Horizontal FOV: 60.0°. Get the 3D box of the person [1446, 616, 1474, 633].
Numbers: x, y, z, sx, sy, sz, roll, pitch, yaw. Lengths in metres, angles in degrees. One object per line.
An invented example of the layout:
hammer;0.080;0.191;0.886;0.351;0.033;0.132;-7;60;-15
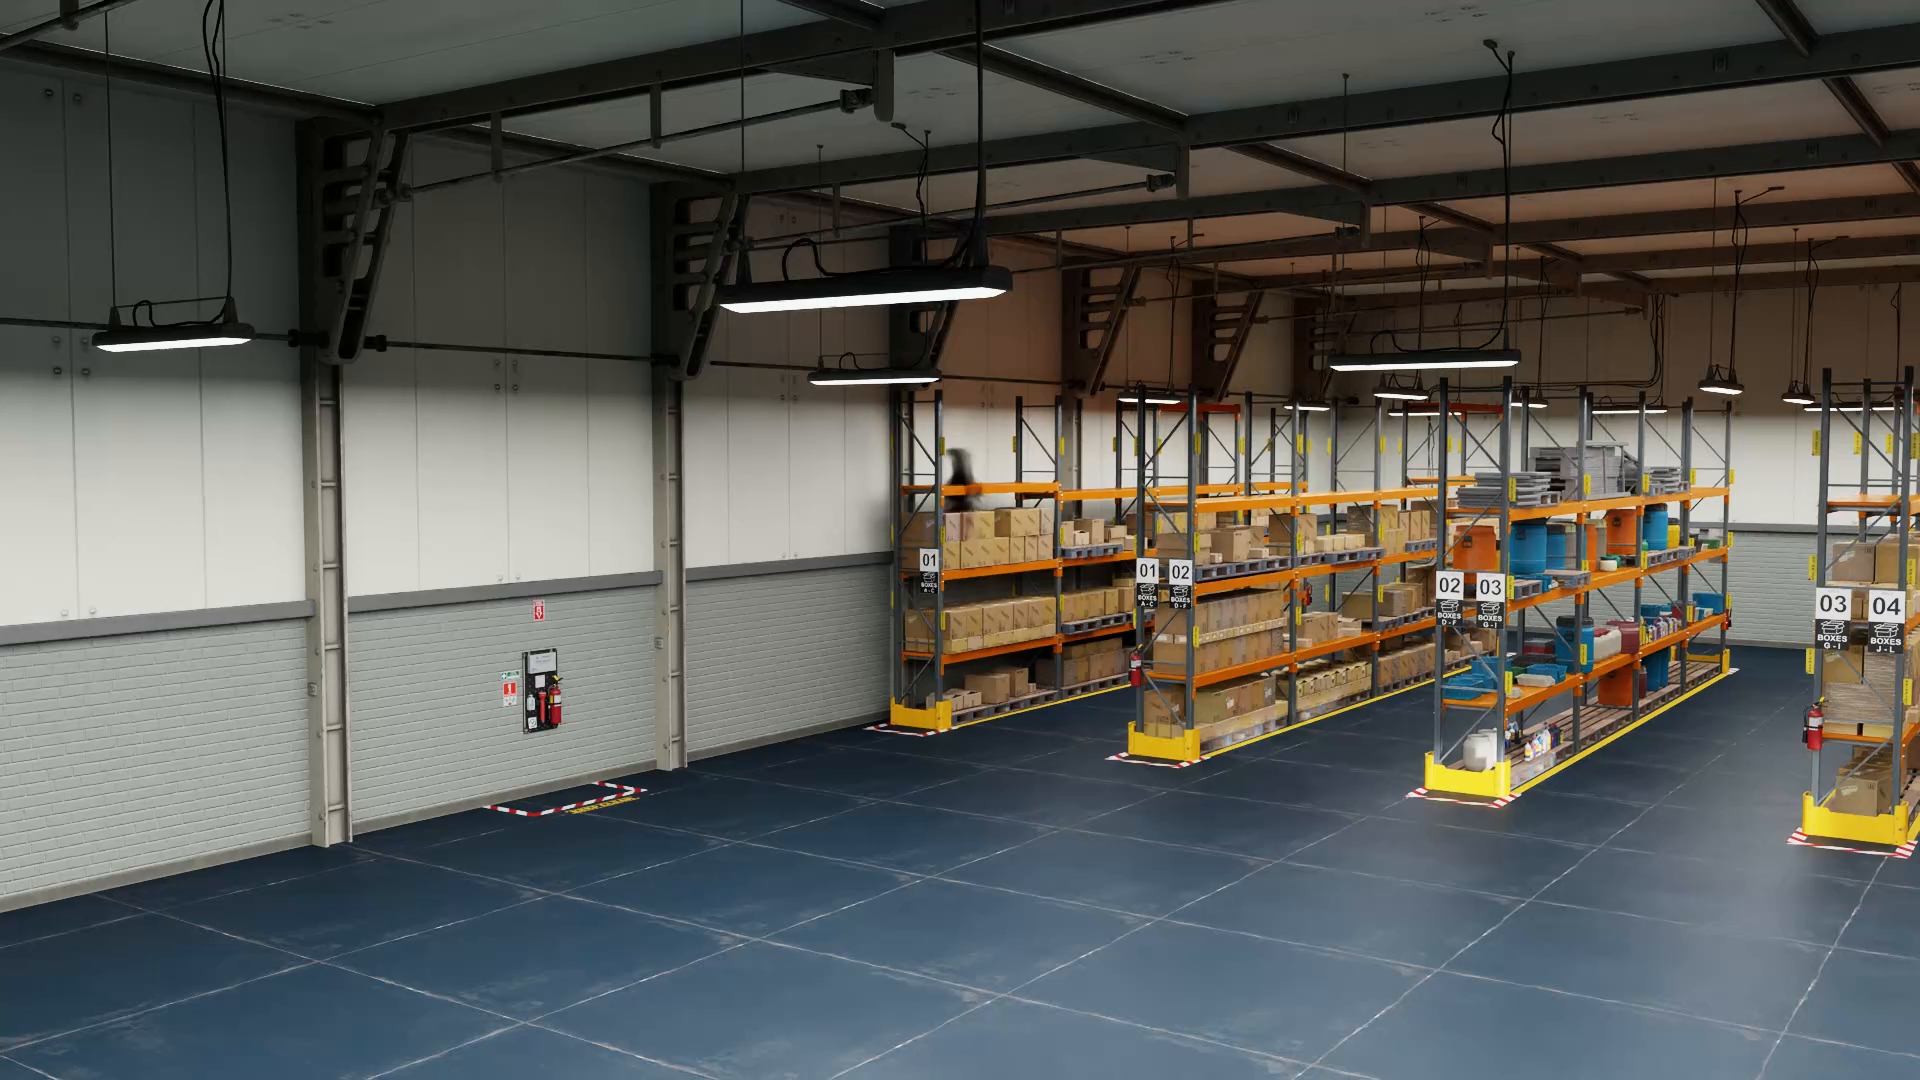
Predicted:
person;12.896;1.788;42.804;0.689;1.683;0.999;-3;4;-39
